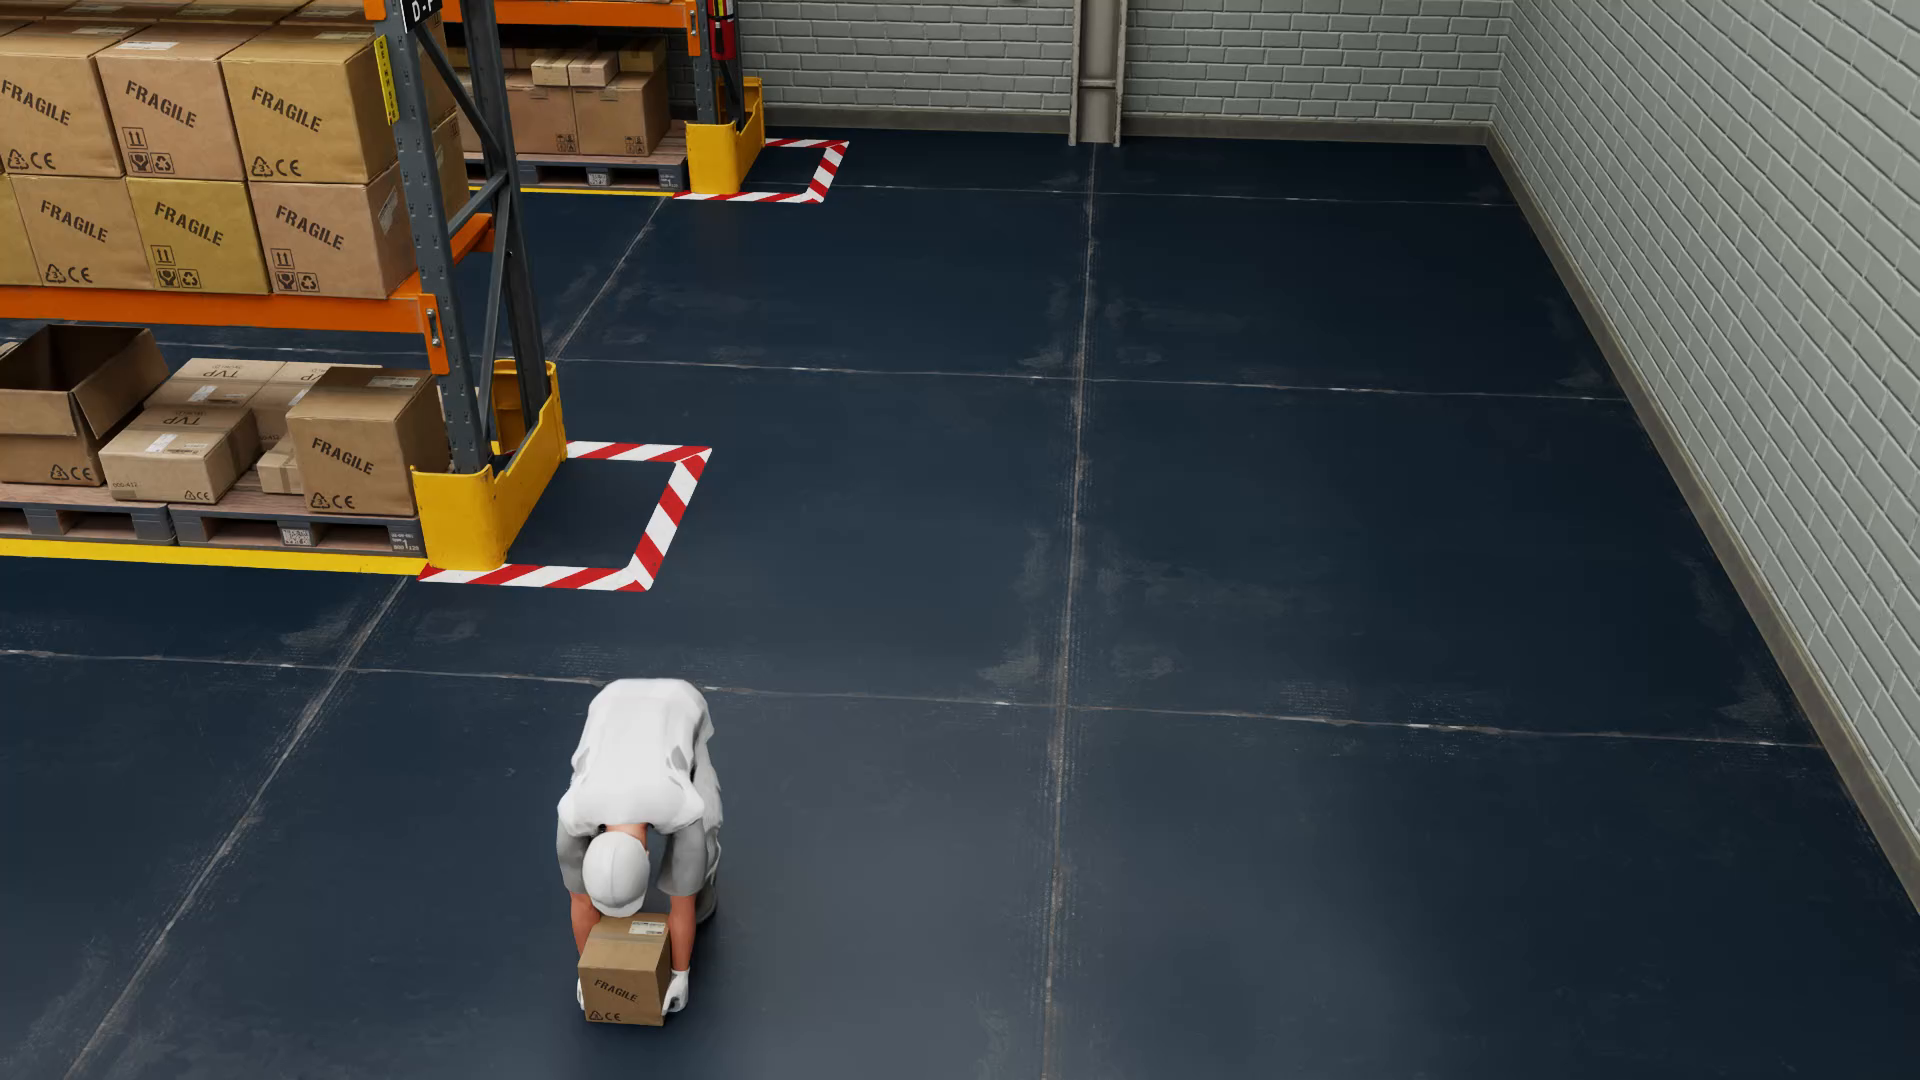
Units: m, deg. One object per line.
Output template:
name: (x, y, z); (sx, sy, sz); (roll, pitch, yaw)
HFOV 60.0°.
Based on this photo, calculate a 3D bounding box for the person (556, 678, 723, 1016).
person: (-1.045, 0.988, 5.447); (0.531, 0.856, 0.966); (2, 32, 2)
